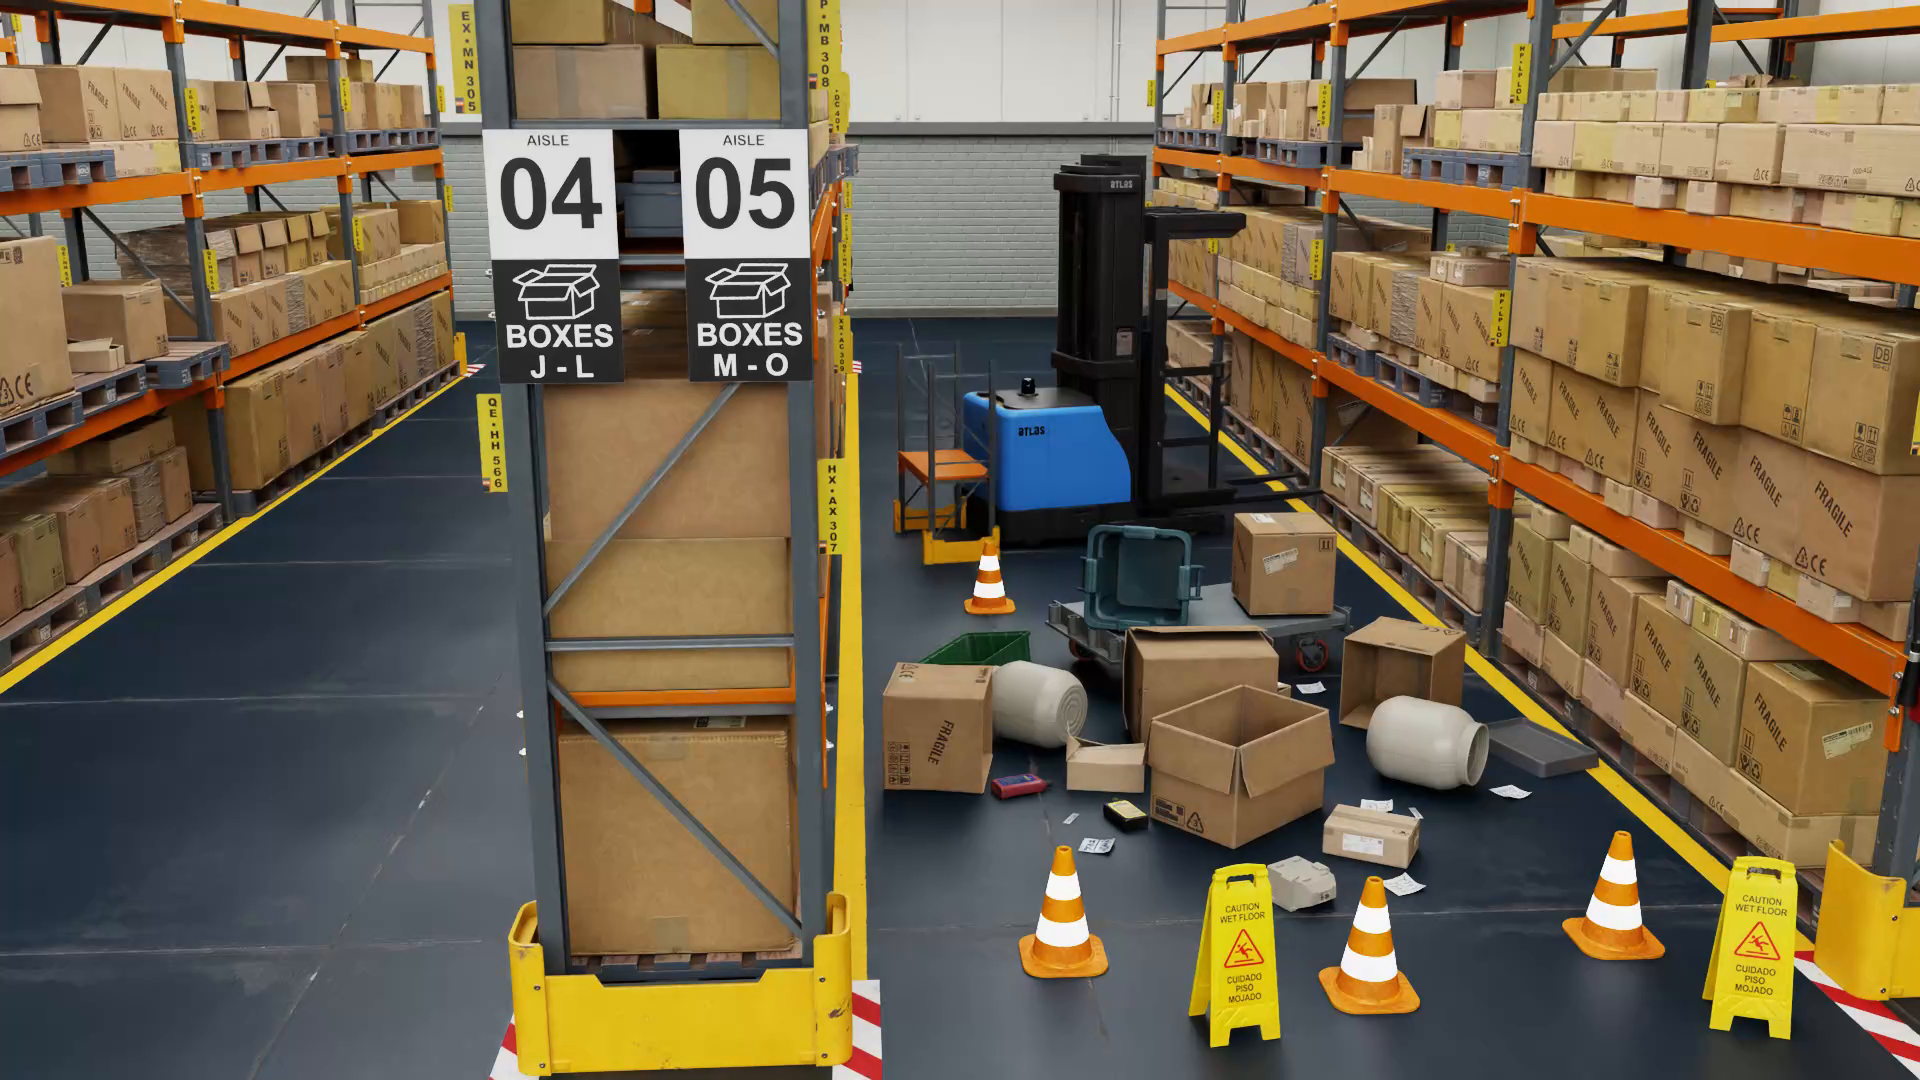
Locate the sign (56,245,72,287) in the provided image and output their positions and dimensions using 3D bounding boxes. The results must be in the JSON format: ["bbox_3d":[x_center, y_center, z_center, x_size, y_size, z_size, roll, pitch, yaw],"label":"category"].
[{"bbox_3d":[-6.982,-2.135,12.982,0.100,0.325,0.005,-1,14,-3],"label":"sign"}]

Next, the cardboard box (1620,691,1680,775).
[{"bbox_3d":[3.578,0.925,8.087,0.500,0.250,0.500,-1,14,-5],"label":"cardboard box"}]

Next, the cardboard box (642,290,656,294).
[{"bbox_3d":[-1.235,-1.144,8.984,0.875,0.550,0.550,-1,14,-3],"label":"cardboard box"}]

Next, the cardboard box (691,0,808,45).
[{"bbox_3d":[-0.679,-1.703,5.465,0.380,0.149,0.250,-1,14,-3],"label":"cardboard box"}]

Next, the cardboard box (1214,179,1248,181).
[{"bbox_3d":[3.329,-4.361,20.449,0.380,0.149,0.250,-1,14,-4],"label":"cardboard box"}]

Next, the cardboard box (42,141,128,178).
[{"bbox_3d":[-6.081,-2.601,11.399,0.500,0.250,0.500,0,14,-2],"label":"cardboard box"}]

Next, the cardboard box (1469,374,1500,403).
[{"bbox_3d":[3.403,-0.948,10.351,0.380,0.149,0.250,-1,14,-3],"label":"cardboard box"}]

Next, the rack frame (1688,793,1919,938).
[{"bbox_3d":[3.939,1.382,7.233,1.003,0.211,1.213,-1,14,-3],"label":"rack frame"}]

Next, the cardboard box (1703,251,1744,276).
[{"bbox_3d":[8.008,-2.809,16.879,0.700,0.500,0.500,-1,14,-3],"label":"cardboard box"}]

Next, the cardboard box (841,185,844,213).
[{"bbox_3d":[-1.552,-3.677,18.495,0.500,0.500,0.500,-1,14,-3],"label":"cardboard box"}]

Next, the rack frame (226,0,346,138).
[{"bbox_3d":[-6.676,-5.484,16.282,1.000,3.000,0.127,-1,14,-3],"label":"rack frame"}]

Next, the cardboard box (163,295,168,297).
[{"bbox_3d":[-6.706,-1.751,13.612,0.500,0.500,0.500,0,14,-2],"label":"cardboard box"}]

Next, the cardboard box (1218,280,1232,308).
[{"bbox_3d":[2.979,-2.546,17.201,0.500,0.250,0.500,-1,14,-5],"label":"cardboard box"}]

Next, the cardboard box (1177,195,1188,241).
[{"bbox_3d":[2.823,-3.755,19.394,0.500,0.500,0.500,-1,14,-3],"label":"cardboard box"}]

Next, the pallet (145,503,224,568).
[{"bbox_3d":[-6.381,-0.039,12.755,1.003,0.211,1.213,-1,14,-3],"label":"pallet"}]

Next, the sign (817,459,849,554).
[{"bbox_3d":[-0.422,-0.110,5.540,0.100,0.325,0.005,-1,14,-3],"label":"sign"}]

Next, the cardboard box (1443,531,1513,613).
[{"bbox_3d":[3.676,0.197,10.673,0.950,0.372,0.625,-1,14,-3],"label":"cardboard box"}]

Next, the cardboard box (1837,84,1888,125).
[{"bbox_3d":[3.631,-1.672,6.389,0.380,0.149,0.250,-1,14,-4],"label":"cardboard box"}]

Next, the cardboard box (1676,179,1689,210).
[{"bbox_3d":[3.580,-1.608,7.739,0.380,0.149,0.250,-1,14,-3],"label":"cardboard box"}]

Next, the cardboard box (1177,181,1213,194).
[{"bbox_3d":[2.779,-4.158,19.658,0.380,0.149,0.250,-1,14,-3],"label":"cardboard box"}]

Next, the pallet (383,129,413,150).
[{"bbox_3d":[-6.789,-4.495,18.634,1.003,0.211,1.213,-1,14,-3],"label":"pallet"}]

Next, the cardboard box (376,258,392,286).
[{"bbox_3d":[-6.469,-2.895,17.962,0.500,0.250,0.500,-1,14,-4],"label":"cardboard box"}]

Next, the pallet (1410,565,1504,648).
[{"bbox_3d":[3.661,0.415,10.991,1.003,0.211,1.213,-1,14,-3],"label":"pallet"}]

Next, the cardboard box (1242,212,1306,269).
[{"bbox_3d":[3.043,-2.900,16.069,0.500,0.500,0.500,-1,14,-5],"label":"cardboard box"}]

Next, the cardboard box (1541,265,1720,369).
[{"bbox_3d":[3.531,-1.179,8.784,0.700,0.500,0.500,-1,14,-3],"label":"cardboard box"}]

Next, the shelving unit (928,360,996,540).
[{"bbox_3d":[-0.106,-0.680,12.658,0.500,1.500,0.985,-4,15,-14],"label":"shelving unit"}]

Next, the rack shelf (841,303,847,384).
[{"bbox_3d":[-1.595,-1.784,15.385,1.077,0.370,4.000,-1,14,-3],"label":"rack shelf"}]

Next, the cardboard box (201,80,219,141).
[{"bbox_3d":[-6.679,-3.652,14.138,0.500,0.500,0.500,0,14,0],"label":"cardboard box"}]

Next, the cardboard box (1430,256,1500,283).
[{"bbox_3d":[3.360,-1.802,11.070,0.380,0.149,0.250,-2,15,-6],"label":"cardboard box"}]

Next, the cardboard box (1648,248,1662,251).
[{"bbox_3d":[8.340,-3.261,19.385,0.500,0.250,0.500,-1,14,-2],"label":"cardboard box"}]

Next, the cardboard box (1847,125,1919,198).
[{"bbox_3d":[3.658,-1.395,6.111,0.500,0.250,0.500,-1,14,-4],"label":"cardboard box"}]

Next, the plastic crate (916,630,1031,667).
[{"bbox_3d":[0.095,0.716,9.750,0.450,0.188,0.662,-4,11,28],"label":"plastic crate"}]

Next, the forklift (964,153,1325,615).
[{"bbox_3d":[1.454,-1.364,12.447,3.836,2.935,2.622,-5,15,-19],"label":"forklift"}]

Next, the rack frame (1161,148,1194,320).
[{"bbox_3d":[2.970,-3.727,21.490,0.949,2.616,0.053,-1,14,-3],"label":"rack frame"}]

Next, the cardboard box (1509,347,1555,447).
[{"bbox_3d":[3.460,-0.821,9.399,0.500,0.500,0.500,-1,14,-4],"label":"cardboard box"}]

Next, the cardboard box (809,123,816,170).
[{"bbox_3d":[-0.677,-1.319,5.573,0.380,0.149,0.250,-1,14,-3],"label":"cardboard box"}]

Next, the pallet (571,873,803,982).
[{"bbox_3d":[-1.103,1.507,6.746,1.003,0.211,1.213,-1,14,-3],"label":"pallet"}]

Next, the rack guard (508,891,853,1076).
[{"bbox_3d":[-0.974,1.571,5.918,1.175,0.500,0.348,-1,14,-3],"label":"rack guard"}]

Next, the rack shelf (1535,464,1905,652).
[{"bbox_3d":[3.835,0.009,8.023,0.919,0.124,3.809,-1,14,-3],"label":"rack shelf"}]

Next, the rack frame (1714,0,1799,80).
[{"bbox_3d":[8.169,-5.715,17.178,1.000,3.000,0.127,-1,14,-3],"label":"rack frame"}]

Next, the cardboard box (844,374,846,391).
[{"bbox_3d":[-1.422,-1.692,17.864,0.380,0.149,0.250,0,14,-1],"label":"cardboard box"}]

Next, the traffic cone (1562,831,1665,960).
[{"bbox_3d":[2.644,1.394,6.679,0.336,0.463,0.334,-1,14,-3],"label":"traffic cone"}]

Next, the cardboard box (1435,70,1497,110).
[{"bbox_3d":[3.462,-2.963,10.959,0.500,0.250,0.500,-1,14,-3],"label":"cardboard box"}]

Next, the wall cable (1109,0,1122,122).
[{"bbox_3d":[2.334,-8.042,26.224,0.463,3.000,0.029,-1,14,-3],"label":"wall cable"}]

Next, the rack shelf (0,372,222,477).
[{"bbox_3d":[-6.304,-0.738,11.319,1.077,0.370,4.000,-1,14,-3],"label":"rack shelf"}]

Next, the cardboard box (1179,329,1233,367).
[{"bbox_3d":[3.173,-2.299,20.241,0.875,0.438,0.875,0,14,-2],"label":"cardboard box"}]

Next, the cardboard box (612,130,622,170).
[{"bbox_3d":[-1.335,-1.306,5.524,0.380,0.149,0.250,-1,14,-4],"label":"cardboard box"}]

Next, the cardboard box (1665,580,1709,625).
[{"bbox_3d":[3.532,0.290,7.748,0.380,0.149,0.250,0,14,-1],"label":"cardboard box"}]

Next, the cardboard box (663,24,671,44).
[{"bbox_3d":[-1.446,-2.135,7.147,0.380,0.149,0.250,-1,14,-4],"label":"cardboard box"}]
